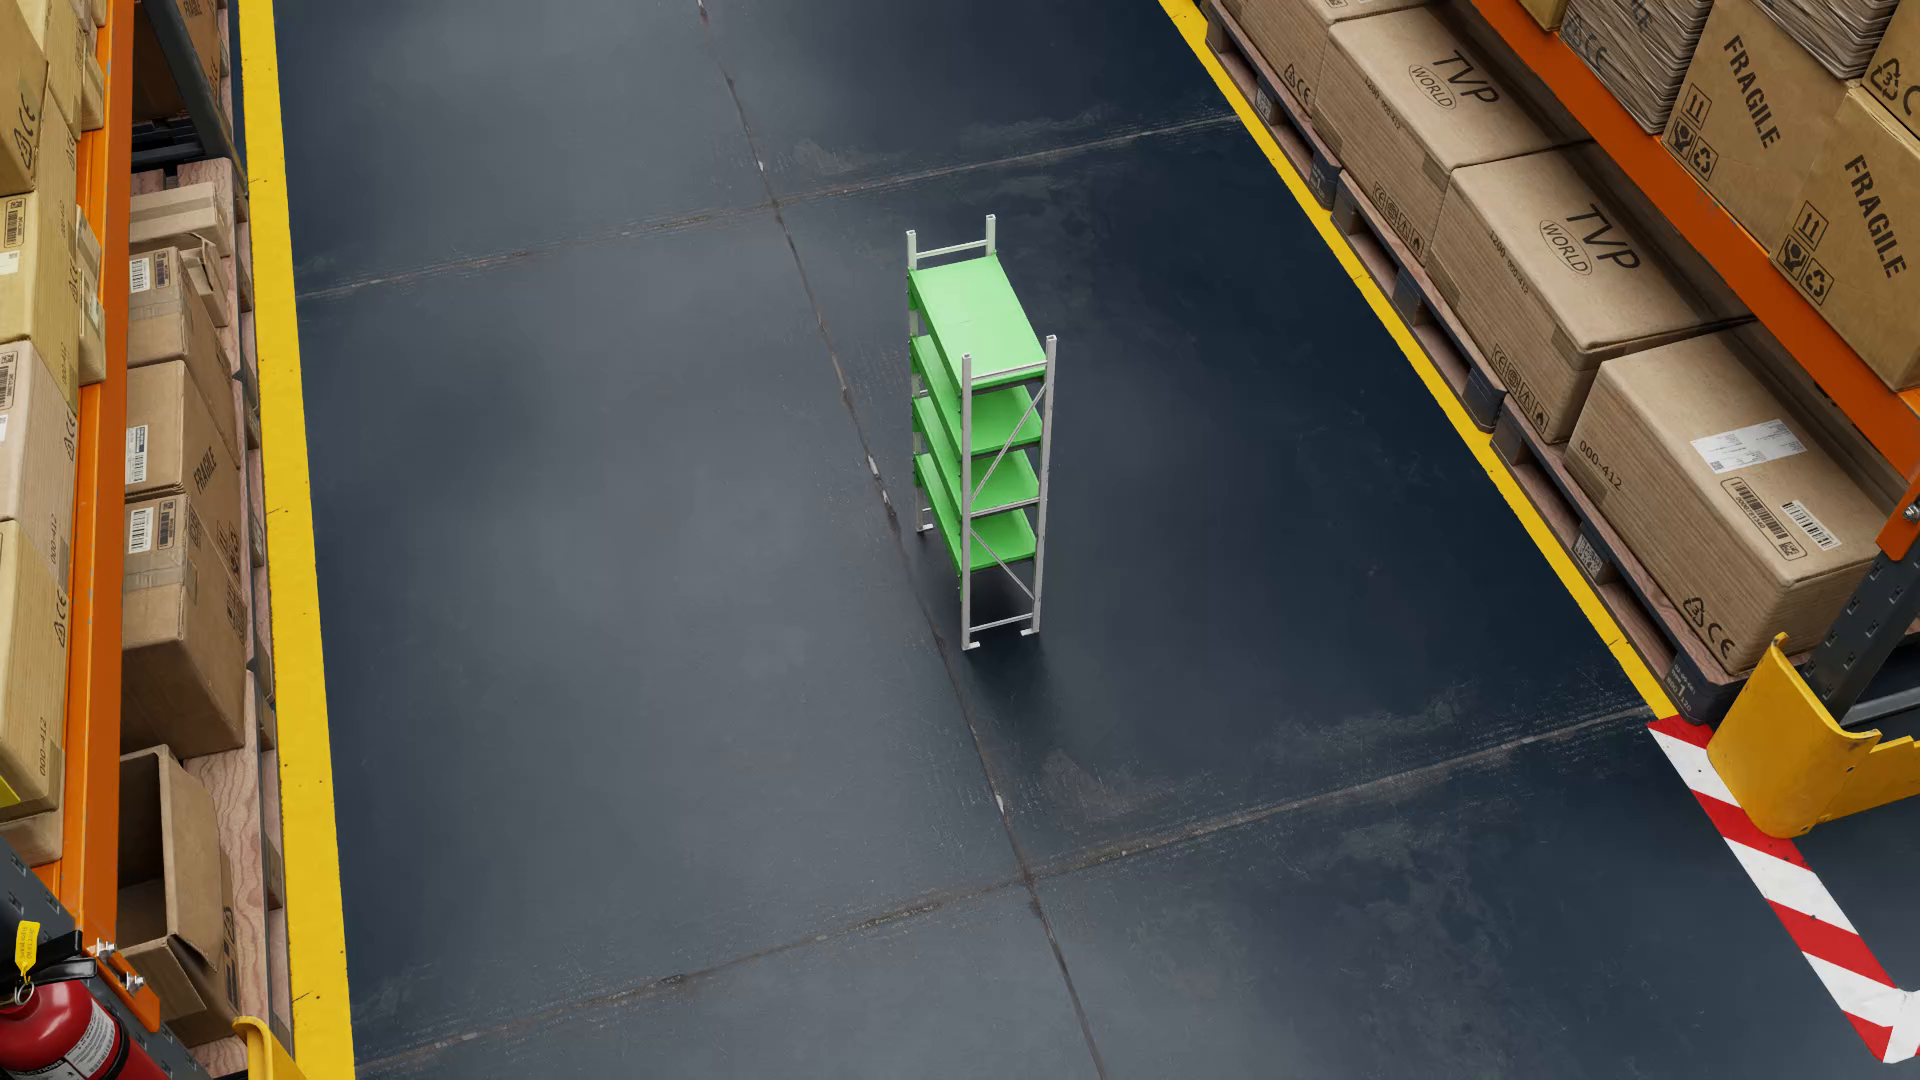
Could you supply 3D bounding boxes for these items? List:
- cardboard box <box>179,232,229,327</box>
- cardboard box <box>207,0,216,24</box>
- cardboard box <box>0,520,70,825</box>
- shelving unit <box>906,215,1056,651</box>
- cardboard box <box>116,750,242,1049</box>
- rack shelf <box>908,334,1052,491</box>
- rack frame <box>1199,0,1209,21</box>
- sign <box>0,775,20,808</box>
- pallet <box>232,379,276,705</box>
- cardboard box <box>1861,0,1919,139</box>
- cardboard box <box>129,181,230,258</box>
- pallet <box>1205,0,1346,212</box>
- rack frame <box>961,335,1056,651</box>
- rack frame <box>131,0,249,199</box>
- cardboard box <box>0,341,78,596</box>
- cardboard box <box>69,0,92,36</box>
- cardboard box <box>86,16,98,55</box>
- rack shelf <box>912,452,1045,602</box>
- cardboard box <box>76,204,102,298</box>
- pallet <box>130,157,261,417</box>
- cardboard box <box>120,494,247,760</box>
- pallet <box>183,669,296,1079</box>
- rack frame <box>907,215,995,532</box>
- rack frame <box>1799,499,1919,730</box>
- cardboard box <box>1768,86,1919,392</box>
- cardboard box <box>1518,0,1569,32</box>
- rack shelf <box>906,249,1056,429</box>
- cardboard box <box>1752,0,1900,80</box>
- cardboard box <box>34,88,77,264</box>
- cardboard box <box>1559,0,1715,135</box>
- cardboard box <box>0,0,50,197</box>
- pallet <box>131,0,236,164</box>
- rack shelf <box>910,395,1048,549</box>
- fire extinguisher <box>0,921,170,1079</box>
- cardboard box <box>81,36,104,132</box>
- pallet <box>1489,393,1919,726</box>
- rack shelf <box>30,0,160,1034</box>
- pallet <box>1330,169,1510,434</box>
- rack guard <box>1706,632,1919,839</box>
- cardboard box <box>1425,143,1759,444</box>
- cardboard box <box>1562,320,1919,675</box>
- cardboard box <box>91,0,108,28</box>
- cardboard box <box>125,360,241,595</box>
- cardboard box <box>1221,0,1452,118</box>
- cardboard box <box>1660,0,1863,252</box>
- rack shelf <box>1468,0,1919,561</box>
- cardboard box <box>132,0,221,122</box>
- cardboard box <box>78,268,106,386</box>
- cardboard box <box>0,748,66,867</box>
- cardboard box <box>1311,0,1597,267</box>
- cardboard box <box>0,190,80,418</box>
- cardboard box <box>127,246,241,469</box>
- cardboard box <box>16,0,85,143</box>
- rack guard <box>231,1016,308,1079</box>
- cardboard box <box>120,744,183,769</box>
[{"bbox_3d":[-2.661,-0.858,5.525,0.396,0.266,0.258,-12,51,-10],"label":"cardboard box"},{"bbox_3d":[-3.307,-2.326,6.609,0.500,0.500,0.500,-14,51,-11],"label":"cardboard box"},{"bbox_3d":[-1.906,0.276,2.959,0.500,0.250,0.500,-13,51,-11],"label":"cardboard box"},{"bbox_3d":[0.049,-0.266,4.689,0.258,1.200,0.503,-13,51,-11],"label":"shelving unit"},{"bbox_3d":[-2.120,0.917,3.873,0.797,0.503,0.637,-15,52,-12],"label":"cardboard box"},{"bbox_3d":[0.049,-0.379,4.555,0.258,0.148,0.480,-13,51,-11],"label":"rack shelf"},{"bbox_3d":[1.528,-3.331,6.096,1.000,3.000,0.127,-13,51,-11],"label":"rack frame"},{"bbox_3d":[-1.511,0.314,2.457,0.100,0.325,0.005,-13,51,-11],"label":"sign"},{"bbox_3d":[-2.646,0.088,5.038,1.003,0.211,1.213,-13,51,-11],"label":"pallet"},{"bbox_3d":[2.341,-1.062,3.464,0.500,0.500,0.500,-12,51,-10],"label":"cardboard box"},{"bbox_3d":[-2.767,-1.081,5.790,0.380,0.149,0.250,-15,51,-12],"label":"cardboard box"},{"bbox_3d":[1.678,-1.859,6.679,1.003,0.211,1.213,-13,51,-11],"label":"pallet"},{"bbox_3d":[0.121,-0.088,4.539,0.240,1.200,0.015,-13,51,-11],"label":"rack frame"},{"bbox_3d":[-3.212,-2.206,5.147,1.000,3.000,0.127,-13,51,-11],"label":"rack frame"},{"bbox_3d":[-2.055,-0.092,3.269,0.500,0.250,0.500,-13,51,-11],"label":"cardboard box"},{"bbox_3d":[-2.666,-1.574,4.518,0.500,0.250,0.500,-13,51,-11],"label":"cardboard box"},{"bbox_3d":[-2.627,-1.381,4.617,0.380,0.149,0.250,-12,51,-10],"label":"cardboard box"},{"bbox_3d":[0.049,-0.070,4.922,0.258,0.148,0.480,-13,51,-11],"label":"rack shelf"},{"bbox_3d":[-2.295,-0.645,3.996,0.380,0.149,0.250,-12,51,-10],"label":"cardboard box"},{"bbox_3d":[-3.010,-0.805,5.791,1.003,0.211,1.213,-13,51,-11],"label":"pallet"},{"bbox_3d":[-2.335,0.285,4.408,0.700,0.500,0.500,-11,51,-9],"label":"cardboard box"},{"bbox_3d":[-2.289,0.977,4.288,1.003,0.211,1.213,-13,51,-11],"label":"pallet"},{"bbox_3d":[-0.023,-0.444,4.840,0.240,1.200,0.015,-13,51,-11],"label":"rack frame"},{"bbox_3d":[2.711,-0.409,3.633,1.000,3.000,0.127,-13,51,-11],"label":"rack frame"},{"bbox_3d":[2.316,-0.734,3.841,0.500,0.500,0.500,-13,51,-11],"label":"cardboard box"},{"bbox_3d":[1.855,-1.851,4.783,0.500,0.500,0.500,-12,51,-10],"label":"cardboard box"},{"bbox_3d":[0.049,-0.534,4.371,0.258,0.148,0.480,-13,51,-11],"label":"rack shelf"},{"bbox_3d":[2.159,-1.437,3.780,0.500,0.500,0.500,-13,51,-11],"label":"cardboard box"},{"bbox_3d":[-2.380,-0.830,3.892,0.500,0.250,0.500,-15,51,-12],"label":"cardboard box"},{"bbox_3d":[2.020,-1.477,4.468,0.500,0.500,0.500,-12,51,-10],"label":"cardboard box"},{"bbox_3d":[-2.350,-1.061,3.596,0.500,0.500,0.500,-12,51,-10],"label":"cardboard box"},{"bbox_3d":[-3.489,-1.892,6.707,1.003,0.211,1.213,-13,51,-11],"label":"pallet"},{"bbox_3d":[0.049,-0.225,4.738,0.258,0.148,0.480,-13,51,-11],"label":"rack shelf"},{"bbox_3d":[-1.544,0.864,2.854,0.296,0.674,0.183,-13,51,-11],"label":"fire extinguisher"},{"bbox_3d":[-2.525,-1.201,4.465,0.380,0.149,0.250,-14,51,-12],"label":"cardboard box"},{"bbox_3d":[2.400,-0.077,5.177,1.003,0.211,1.213,-13,51,-11],"label":"pallet"},{"bbox_3d":[-2.621,-0.513,4.191,1.077,0.370,4.000,-13,51,-11],"label":"rack shelf"},{"bbox_3d":[2.043,-0.966,5.926,1.003,0.211,1.213,-13,51,-11],"label":"pallet"},{"bbox_3d":[2.718,0.414,4.574,1.175,0.500,0.348,-13,51,-11],"label":"rack guard"},{"bbox_3d":[2.142,-0.845,5.401,0.875,0.438,0.875,-12,51,-10],"label":"cardboard box"},{"bbox_3d":[2.420,-0.178,4.839,0.875,0.438,0.875,-15,51,-12],"label":"cardboard box"},{"bbox_3d":[-2.679,-1.579,4.784,0.380,0.149,0.250,-12,51,-10],"label":"cardboard box"},{"bbox_3d":[-2.396,-0.124,4.753,0.500,0.500,0.500,-12,51,-10],"label":"cardboard box"},{"bbox_3d":[1.611,-2.157,6.508,0.875,0.438,0.875,-14,51,-12],"label":"cardboard box"},{"bbox_3d":[2.182,-1.104,4.153,0.500,0.500,0.500,-14,51,-12],"label":"cardboard box"},{"bbox_3d":[2.120,-1.638,5.139,1.077,0.370,4.000,-13,51,-11],"label":"rack shelf"},{"bbox_3d":[-3.140,-1.939,6.283,0.500,0.500,0.500,-11,51,-9],"label":"cardboard box"},{"bbox_3d":[-2.198,-0.457,3.838,0.380,0.149,0.250,-15,51,-12],"label":"cardboard box"},{"bbox_3d":[-1.864,0.495,3.035,0.380,0.149,0.250,-14,51,-11],"label":"cardboard box"},{"bbox_3d":[1.877,-1.504,5.957,0.875,0.438,0.875,-15,51,-12],"label":"cardboard box"},{"bbox_3d":[-2.209,-0.462,3.581,0.500,0.250,0.500,-14,51,-12],"label":"cardboard box"},{"bbox_3d":[-2.642,-0.473,5.047,0.700,0.500,0.500,-15,52,-12],"label":"cardboard box"},{"bbox_3d":[-2.531,-1.206,4.209,0.500,0.250,0.500,-14,51,-11],"label":"cardboard box"},{"bbox_3d":[-2.052,1.466,3.687,1.175,0.500,0.348,-13,51,-11],"label":"rack guard"},{"bbox_3d":[-2.208,0.712,4.278,0.380,0.149,0.250,-15,52,-12],"label":"cardboard box"}]
